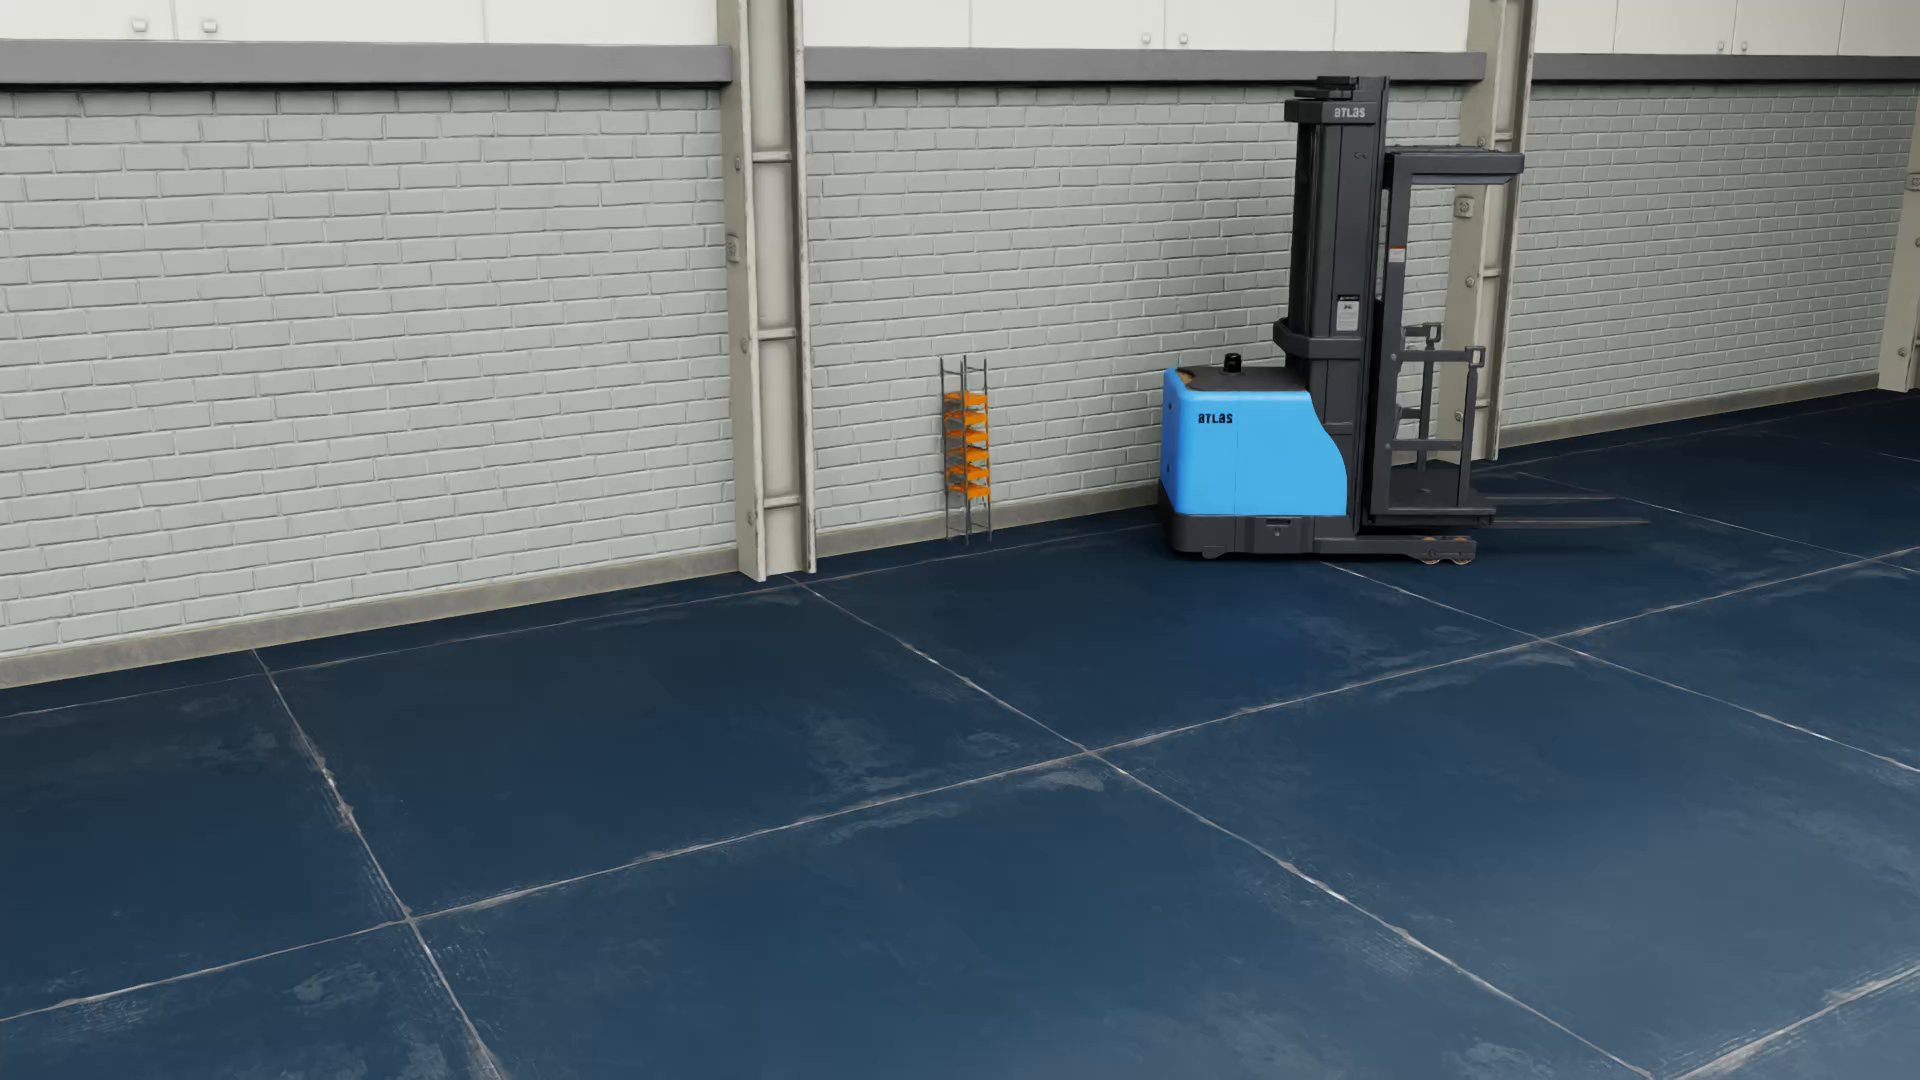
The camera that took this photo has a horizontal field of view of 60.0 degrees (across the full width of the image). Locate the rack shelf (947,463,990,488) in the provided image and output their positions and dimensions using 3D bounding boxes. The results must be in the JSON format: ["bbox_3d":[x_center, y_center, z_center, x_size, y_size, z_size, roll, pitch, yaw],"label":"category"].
[{"bbox_3d":[0.045,-0.418,10.766,0.180,0.103,0.258,-12,18,-34],"label":"rack shelf"}]

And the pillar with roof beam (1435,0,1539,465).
[{"bbox_3d":[6.234,-3.982,8.442,0.400,9.000,9.100,-9,18,-30],"label":"pillar with roof beam"}]

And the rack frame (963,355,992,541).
[{"bbox_3d":[0.114,-0.593,10.775,0.006,1.200,0.240,-12,18,-34],"label":"rack frame"}]

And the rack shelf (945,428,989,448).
[{"bbox_3d":[0.037,-0.650,10.704,0.180,0.103,0.258,-12,18,-34],"label":"rack shelf"}]

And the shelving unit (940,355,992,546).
[{"bbox_3d":[0.040,-0.577,10.723,0.189,1.200,0.258,-12,18,-34],"label":"shelving unit"}]

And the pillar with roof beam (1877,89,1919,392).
[{"bbox_3d":[11.377,-4.816,11.418,0.400,9.000,9.100,-9,18,-30],"label":"pillar with roof beam"}]

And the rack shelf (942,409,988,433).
[{"bbox_3d":[0.033,-0.766,10.673,0.180,0.103,0.258,-12,18,-34],"label":"rack shelf"}]

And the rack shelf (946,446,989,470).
[{"bbox_3d":[0.041,-0.534,10.735,0.180,0.103,0.258,-12,18,-34],"label":"rack shelf"}]

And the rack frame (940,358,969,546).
[{"bbox_3d":[-0.034,-0.561,10.672,0.006,1.200,0.240,-12,18,-34],"label":"rack frame"}]

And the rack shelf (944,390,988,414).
[{"bbox_3d":[0.030,-0.882,10.642,0.180,0.103,0.258,-12,18,-34],"label":"rack shelf"}]

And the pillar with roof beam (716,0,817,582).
[{"bbox_3d":[1.091,-3.148,5.467,0.400,9.000,9.100,-9,18,-30],"label":"pillar with roof beam"}]

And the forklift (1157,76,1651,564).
[{"bbox_3d":[2.850,-1.404,10.487,3.031,2.935,1.130,0,16,1],"label":"forklift"}]

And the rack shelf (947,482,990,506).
[{"bbox_3d":[0.049,-0.302,10.797,0.180,0.103,0.258,-12,18,-34],"label":"rack shelf"}]
